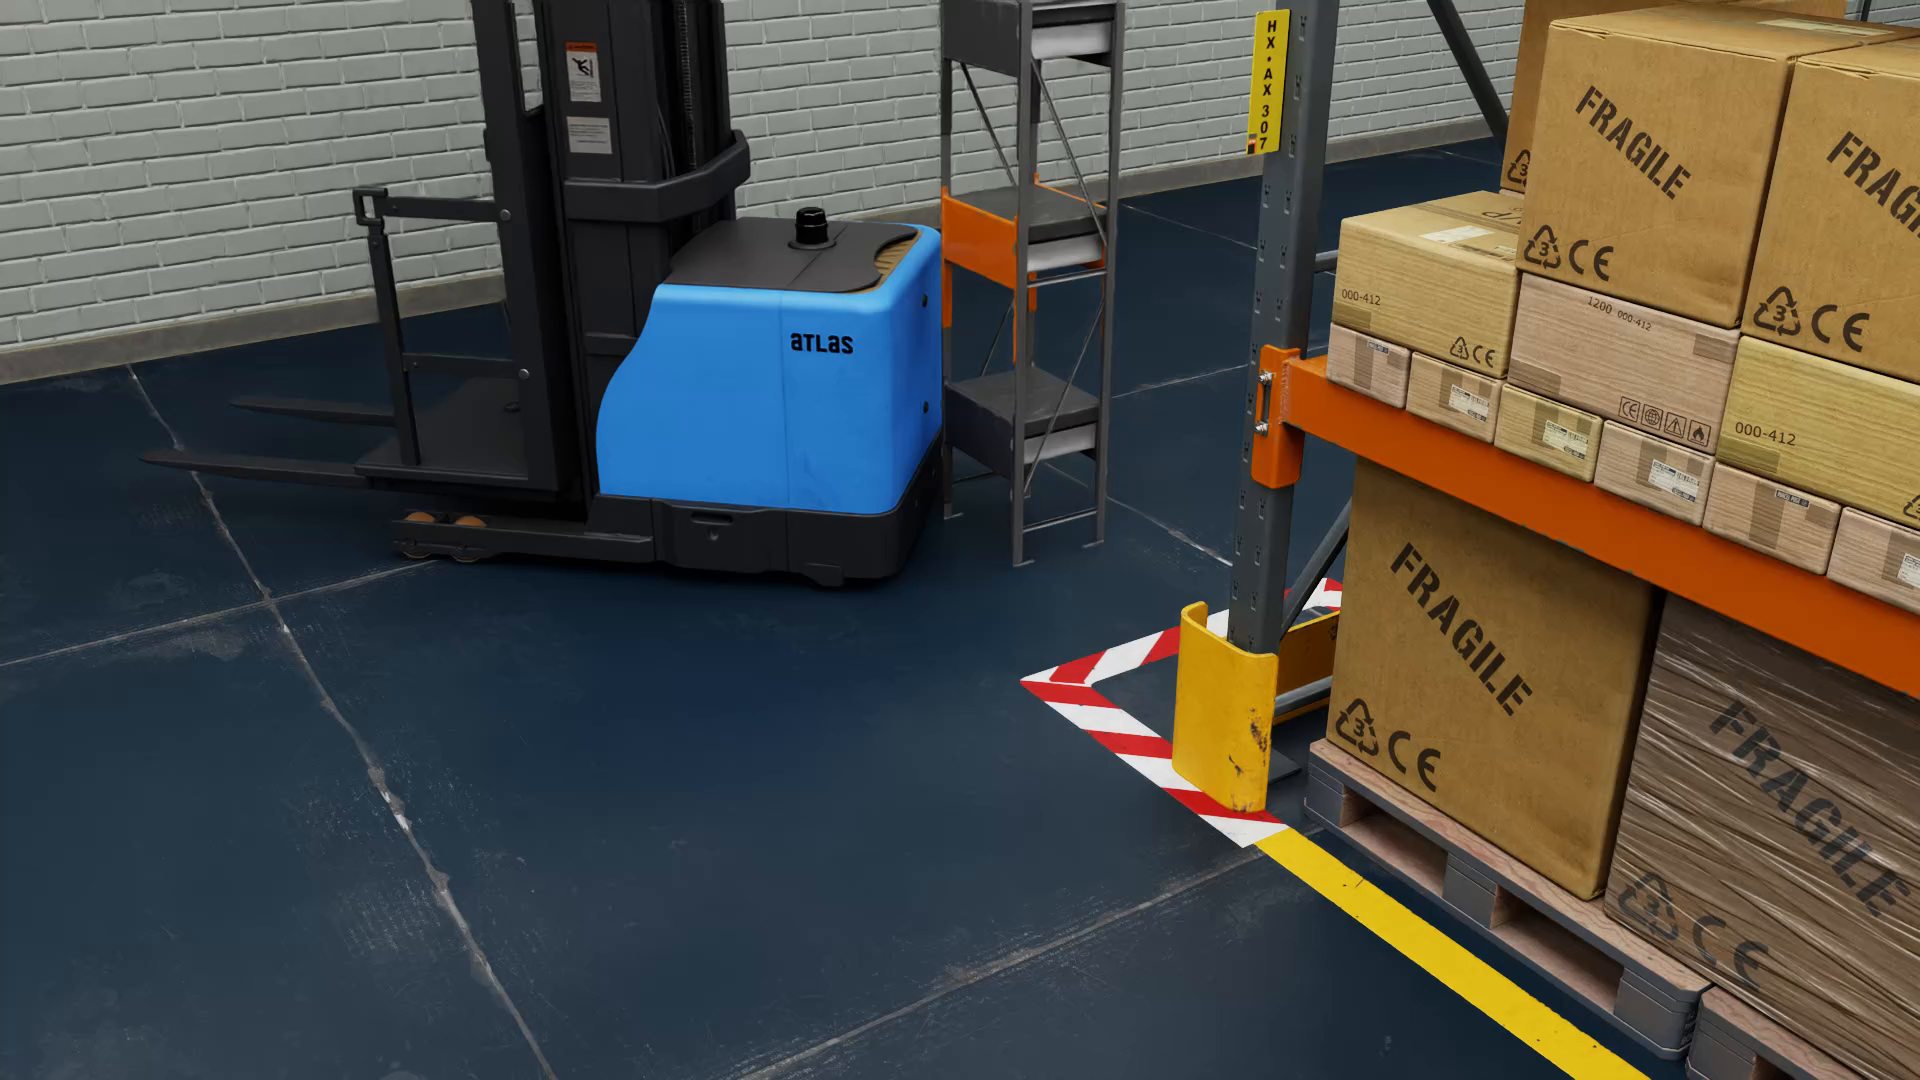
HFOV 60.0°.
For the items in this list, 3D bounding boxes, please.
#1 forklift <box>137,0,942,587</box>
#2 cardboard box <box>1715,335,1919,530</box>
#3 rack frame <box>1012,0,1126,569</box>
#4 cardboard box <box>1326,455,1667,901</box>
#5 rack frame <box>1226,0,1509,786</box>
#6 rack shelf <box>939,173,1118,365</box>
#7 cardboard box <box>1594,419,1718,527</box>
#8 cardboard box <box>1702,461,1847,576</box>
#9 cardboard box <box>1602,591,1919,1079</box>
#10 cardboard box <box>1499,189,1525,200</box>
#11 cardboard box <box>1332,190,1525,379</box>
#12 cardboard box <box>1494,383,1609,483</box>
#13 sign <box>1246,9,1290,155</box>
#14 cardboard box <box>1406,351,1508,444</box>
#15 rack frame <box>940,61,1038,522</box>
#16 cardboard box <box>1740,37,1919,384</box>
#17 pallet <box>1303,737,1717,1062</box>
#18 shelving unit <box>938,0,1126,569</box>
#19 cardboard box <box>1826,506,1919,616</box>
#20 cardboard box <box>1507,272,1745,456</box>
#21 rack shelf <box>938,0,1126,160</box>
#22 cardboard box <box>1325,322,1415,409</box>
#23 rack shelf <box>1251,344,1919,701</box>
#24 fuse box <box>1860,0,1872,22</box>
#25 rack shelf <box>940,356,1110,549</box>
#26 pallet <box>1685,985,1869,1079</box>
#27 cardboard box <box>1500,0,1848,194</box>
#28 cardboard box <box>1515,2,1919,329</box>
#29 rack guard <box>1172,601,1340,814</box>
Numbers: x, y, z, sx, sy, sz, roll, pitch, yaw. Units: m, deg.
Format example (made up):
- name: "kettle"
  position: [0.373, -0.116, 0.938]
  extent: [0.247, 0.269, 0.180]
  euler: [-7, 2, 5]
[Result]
- name: "forklift"
  position: [-1.618, -1.457, 5.904]
  extent: [3.031, 2.935, 1.130]
  euler: [5, 26, 10]
- name: "cardboard box"
  position: [1.786, -0.239, 3.069]
  extent: [0.500, 0.250, 0.500]
  euler: [-17, 30, -31]
- name: "rack frame"
  position: [0.363, -0.891, 5.677]
  extent: [0.400, 2.100, 0.015]
  euler: [-15, 29, -28]
- name: "cardboard box"
  position: [1.606, 0.210, 4.289]
  extent: [0.875, 0.875, 0.875]
  euler: [-16, 29, -30]
- name: "rack frame"
  position: [1.190, -0.772, 4.371]
  extent: [1.000, 3.000, 0.127]
  euler: [-16, 29, -30]
- name: "rack shelf"
  position: [0.235, -0.967, 5.871]
  extent: [0.431, 0.518, 0.480]
  euler: [-15, 29, -28]
- name: "cardboard box"
  position: [1.532, -0.178, 3.408]
  extent: [0.380, 0.149, 0.250]
  euler: [-16, 30, -30]
- name: "cardboard box"
  position: [1.670, -0.087, 3.215]
  extent: [0.380, 0.149, 0.250]
  euler: [-16, 30, -31]
- name: "cardboard box"
  position: [2.103, 0.535, 3.600]
  extent: [0.875, 0.875, 0.875]
  euler: [-16, 29, -30]
- name: "cardboard box"
  position: [1.677, -0.727, 4.103]
  extent: [0.500, 0.250, 0.500]
  euler: [-16, 30, -30]
- name: "cardboard box"
  position: [1.226, -0.604, 3.842]
  extent: [0.500, 0.250, 0.500]
  euler: [-16, 30, -31]
- name: "cardboard box"
  position: [1.388, -0.271, 3.605]
  extent: [0.380, 0.149, 0.250]
  euler: [-16, 30, -31]
- name: "sign"
  position: [0.721, -1.072, 3.899]
  extent: [0.100, 0.325, 0.005]
  euler: [-16, 29, -30]
- name: "cardboard box"
  position: [1.248, -0.363, 3.799]
  extent: [0.380, 0.149, 0.250]
  euler: [-16, 30, -30]
- name: "rack frame"
  position: [0.106, -1.068, 6.052]
  extent: [0.400, 2.100, 0.015]
  euler: [-15, 29, -28]
- name: "cardboard box"
  position: [1.786, -0.580, 2.914]
  extent: [0.500, 0.500, 0.500]
  euler: [-16, 30, -31]
- name: "pallet"
  position: [1.692, 0.757, 4.399]
  extent: [1.003, 0.211, 1.213]
  euler: [-16, 29, -30]
- name: "shelving unit"
  position: [0.235, -0.979, 5.865]
  extent: [0.431, 2.100, 0.503]
  euler: [-15, 29, -28]
- name: "cardboard box"
  position: [1.811, 0.005, 3.019]
  extent: [0.380, 0.149, 0.250]
  euler: [-16, 30, -30]
- name: "cardboard box"
  position: [1.515, -0.419, 3.452]
  extent: [0.500, 0.250, 0.500]
  euler: [-16, 30, -30]
- name: "rack shelf"
  position: [0.235, -1.600, 5.572]
  extent: [0.431, 0.518, 0.480]
  euler: [-15, 29, -28]
- name: "cardboard box"
  position: [1.107, -0.454, 3.992]
  extent: [0.380, 0.149, 0.250]
  euler: [-15, 29, -29]
- name: "rack shelf"
  position: [2.282, 0.269, 3.009]
  extent: [1.077, 0.370, 4.000]
  euler: [-16, 29, -30]
- name: "fuse box"
  position: [8.235, -4.947, 14.725]
  extent: [0.539, 1.711, 0.414]
  euler: [-16, 29, -30]
- name: "rack shelf"
  position: [0.235, -0.334, 6.169]
  extent: [0.431, 0.518, 0.480]
  euler: [-15, 29, -28]
- name: "pallet"
  position: [2.354, 1.193, 3.475]
  extent: [1.003, 0.211, 1.213]
  euler: [-16, 29, -30]
- name: "cardboard box"
  position: [1.676, -1.064, 3.940]
  extent: [0.500, 0.500, 0.500]
  euler: [-15, 29, -29]
- name: "cardboard box"
  position: [1.498, -0.764, 3.303]
  extent: [0.500, 0.500, 0.500]
  euler: [-16, 30, -31]
- name: "rack guard"
  position: [1.177, 0.350, 4.922]
  extent: [1.175, 0.500, 0.348]
  euler: [-16, 29, -30]
